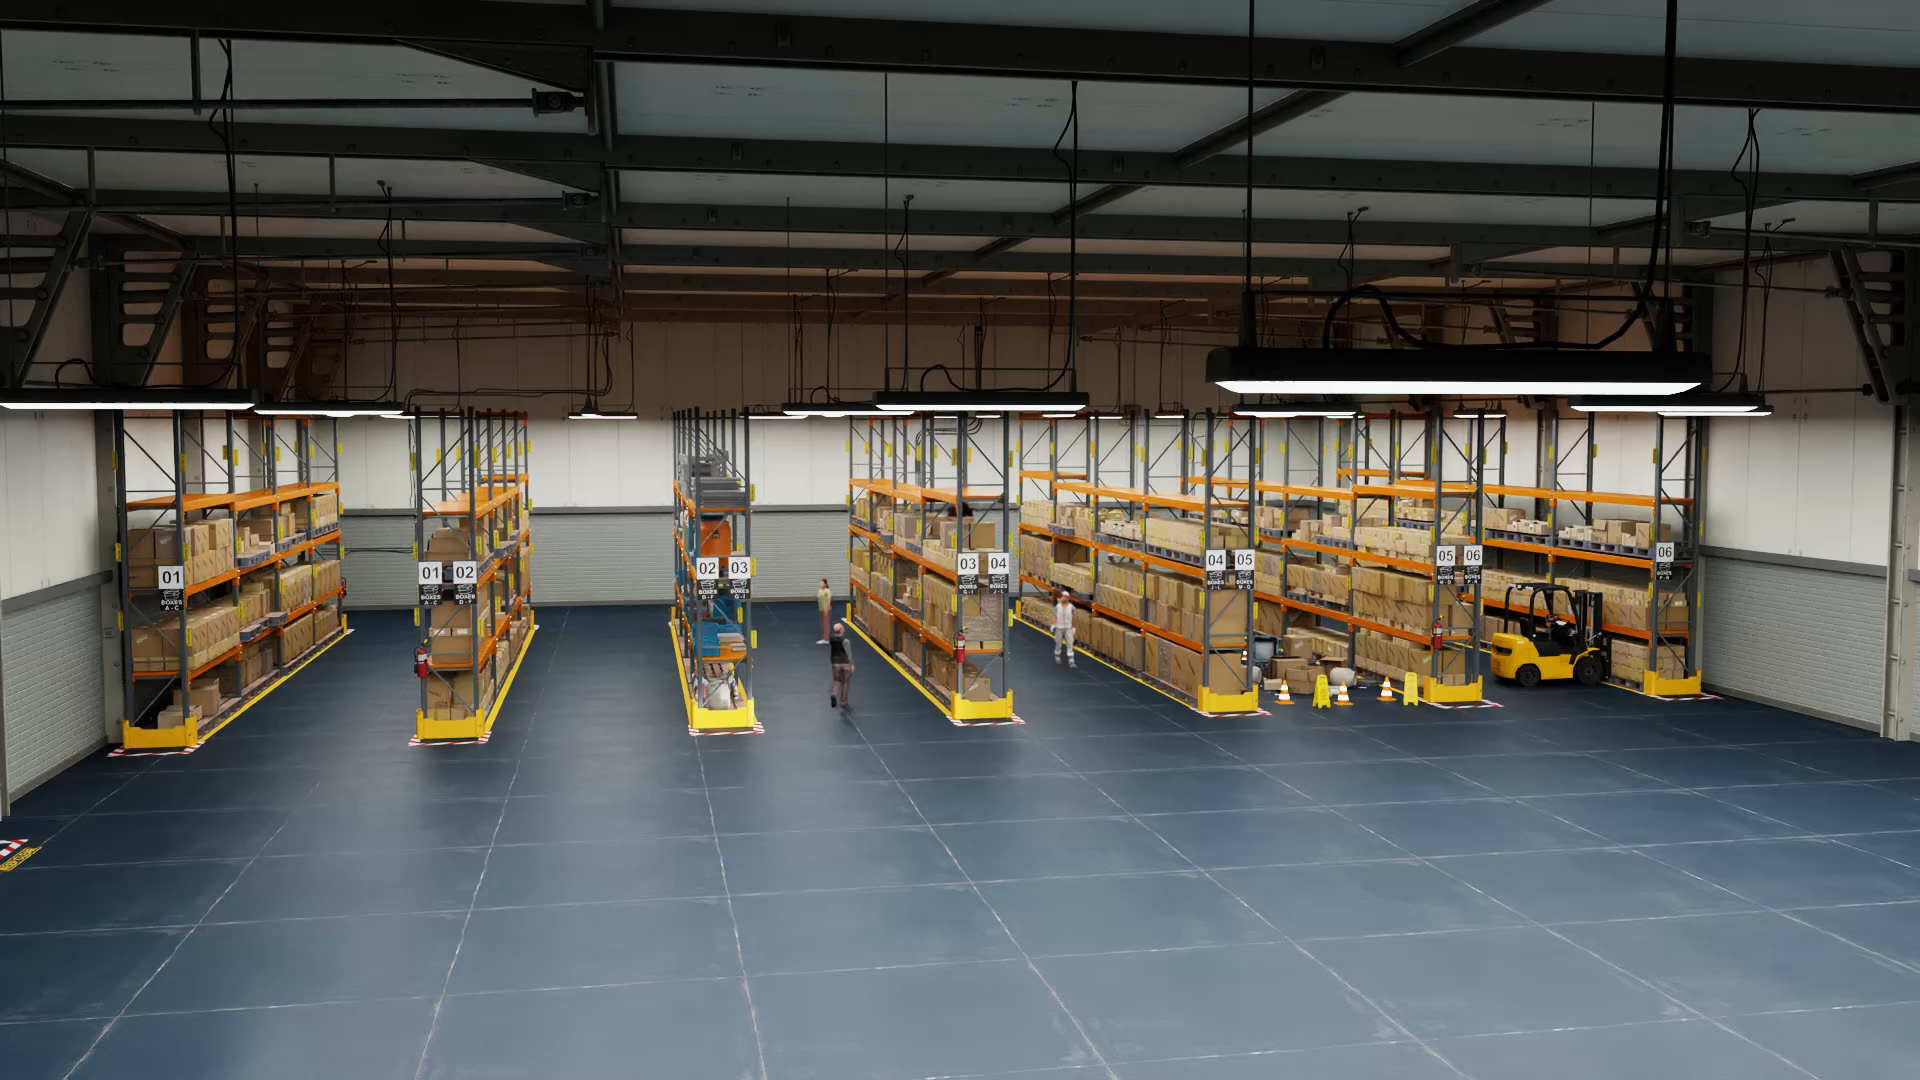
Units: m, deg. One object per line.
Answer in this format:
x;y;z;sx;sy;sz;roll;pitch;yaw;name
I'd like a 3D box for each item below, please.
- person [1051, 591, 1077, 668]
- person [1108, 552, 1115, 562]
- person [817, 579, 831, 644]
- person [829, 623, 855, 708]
2.425;2.078;38.807;0.662;1.733;0.975;-1;4;-13;person
4.622;1.240;50.586;0.757;1.756;0.588;-1;4;-14;person
-3.532;1.831;42.842;0.401;1.680;0.459;-4;5;-41;person
-2.376;2.504;33.103;0.549;1.700;0.526;1;4;18;person
